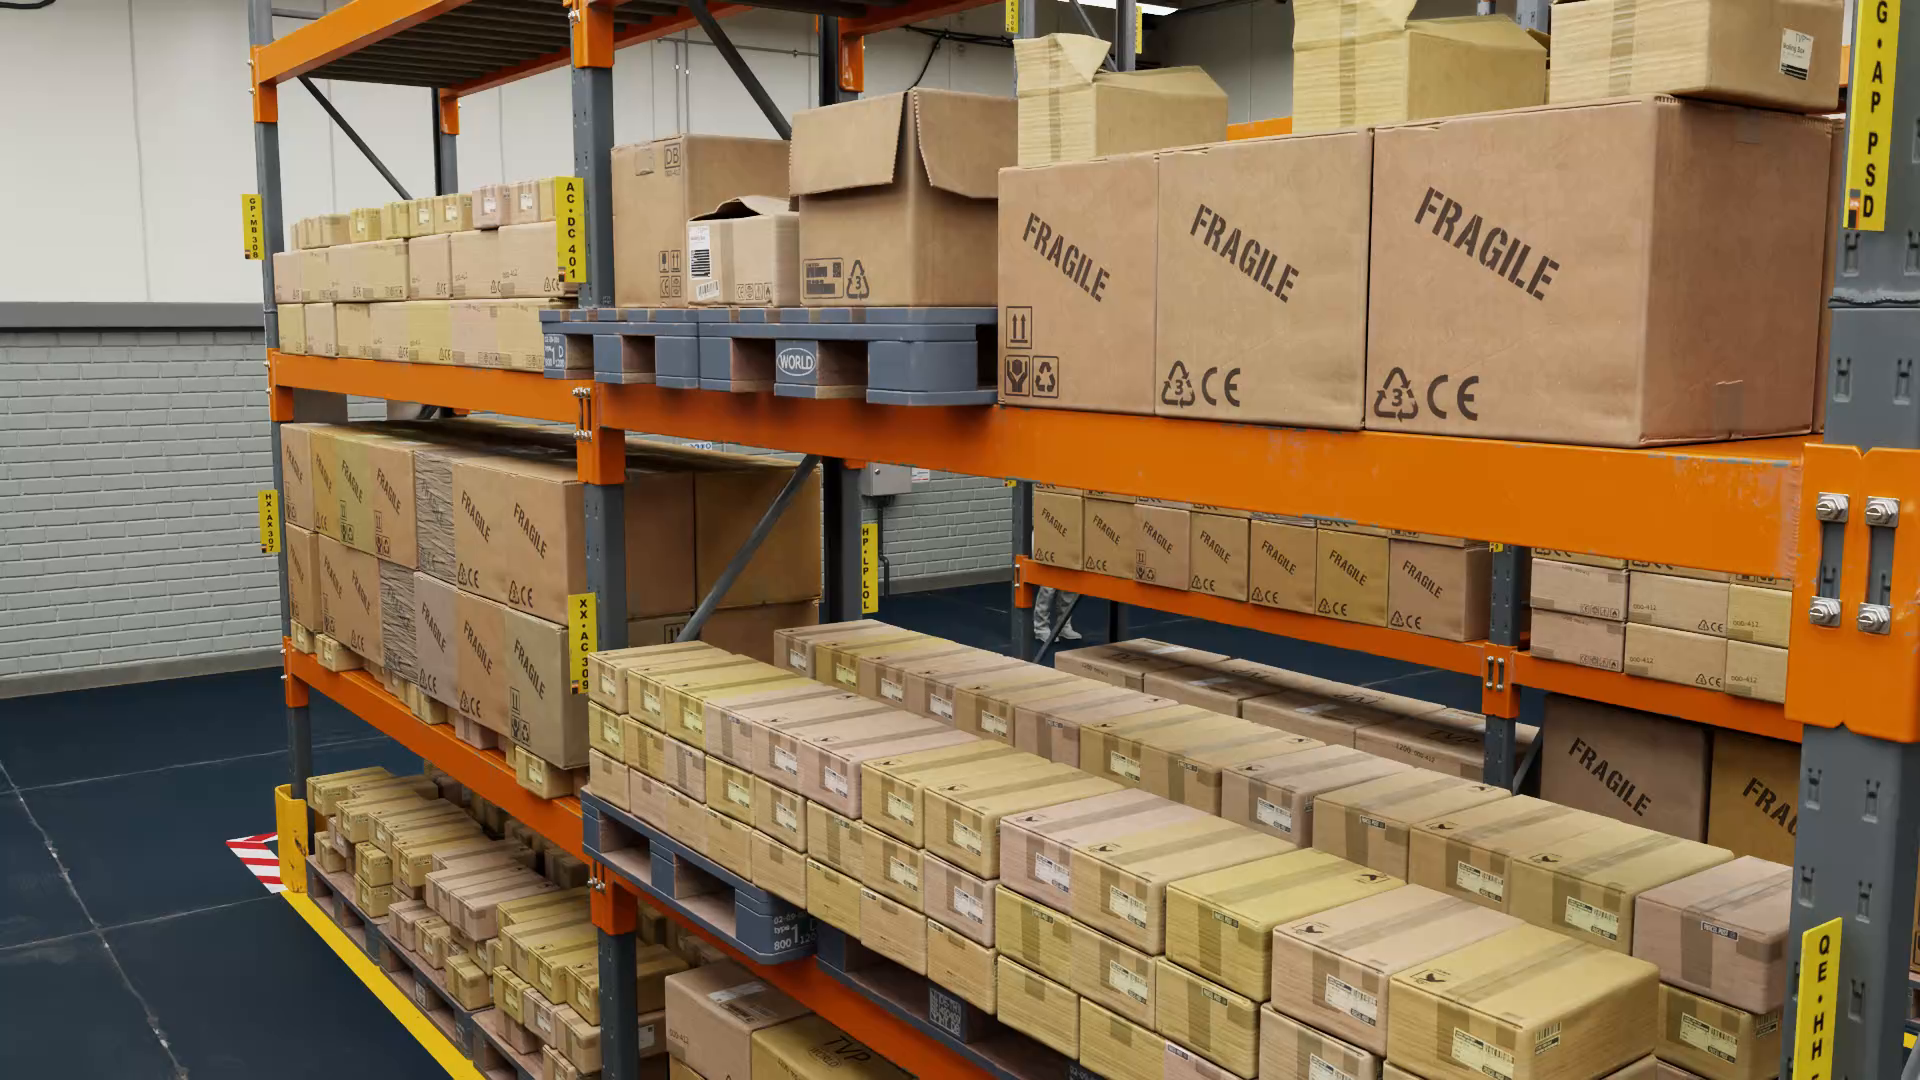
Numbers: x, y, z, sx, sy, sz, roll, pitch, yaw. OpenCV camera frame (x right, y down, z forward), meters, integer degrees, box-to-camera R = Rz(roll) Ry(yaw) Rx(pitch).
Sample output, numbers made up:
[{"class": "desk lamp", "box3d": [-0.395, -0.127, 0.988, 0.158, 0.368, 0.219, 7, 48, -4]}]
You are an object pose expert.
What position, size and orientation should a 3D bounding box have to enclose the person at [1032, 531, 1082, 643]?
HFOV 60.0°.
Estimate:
[{"class": "person", "box3d": [0.967, 0.063, 15.335, 0.487, 1.761, 0.605, -6, 10, -37]}]
